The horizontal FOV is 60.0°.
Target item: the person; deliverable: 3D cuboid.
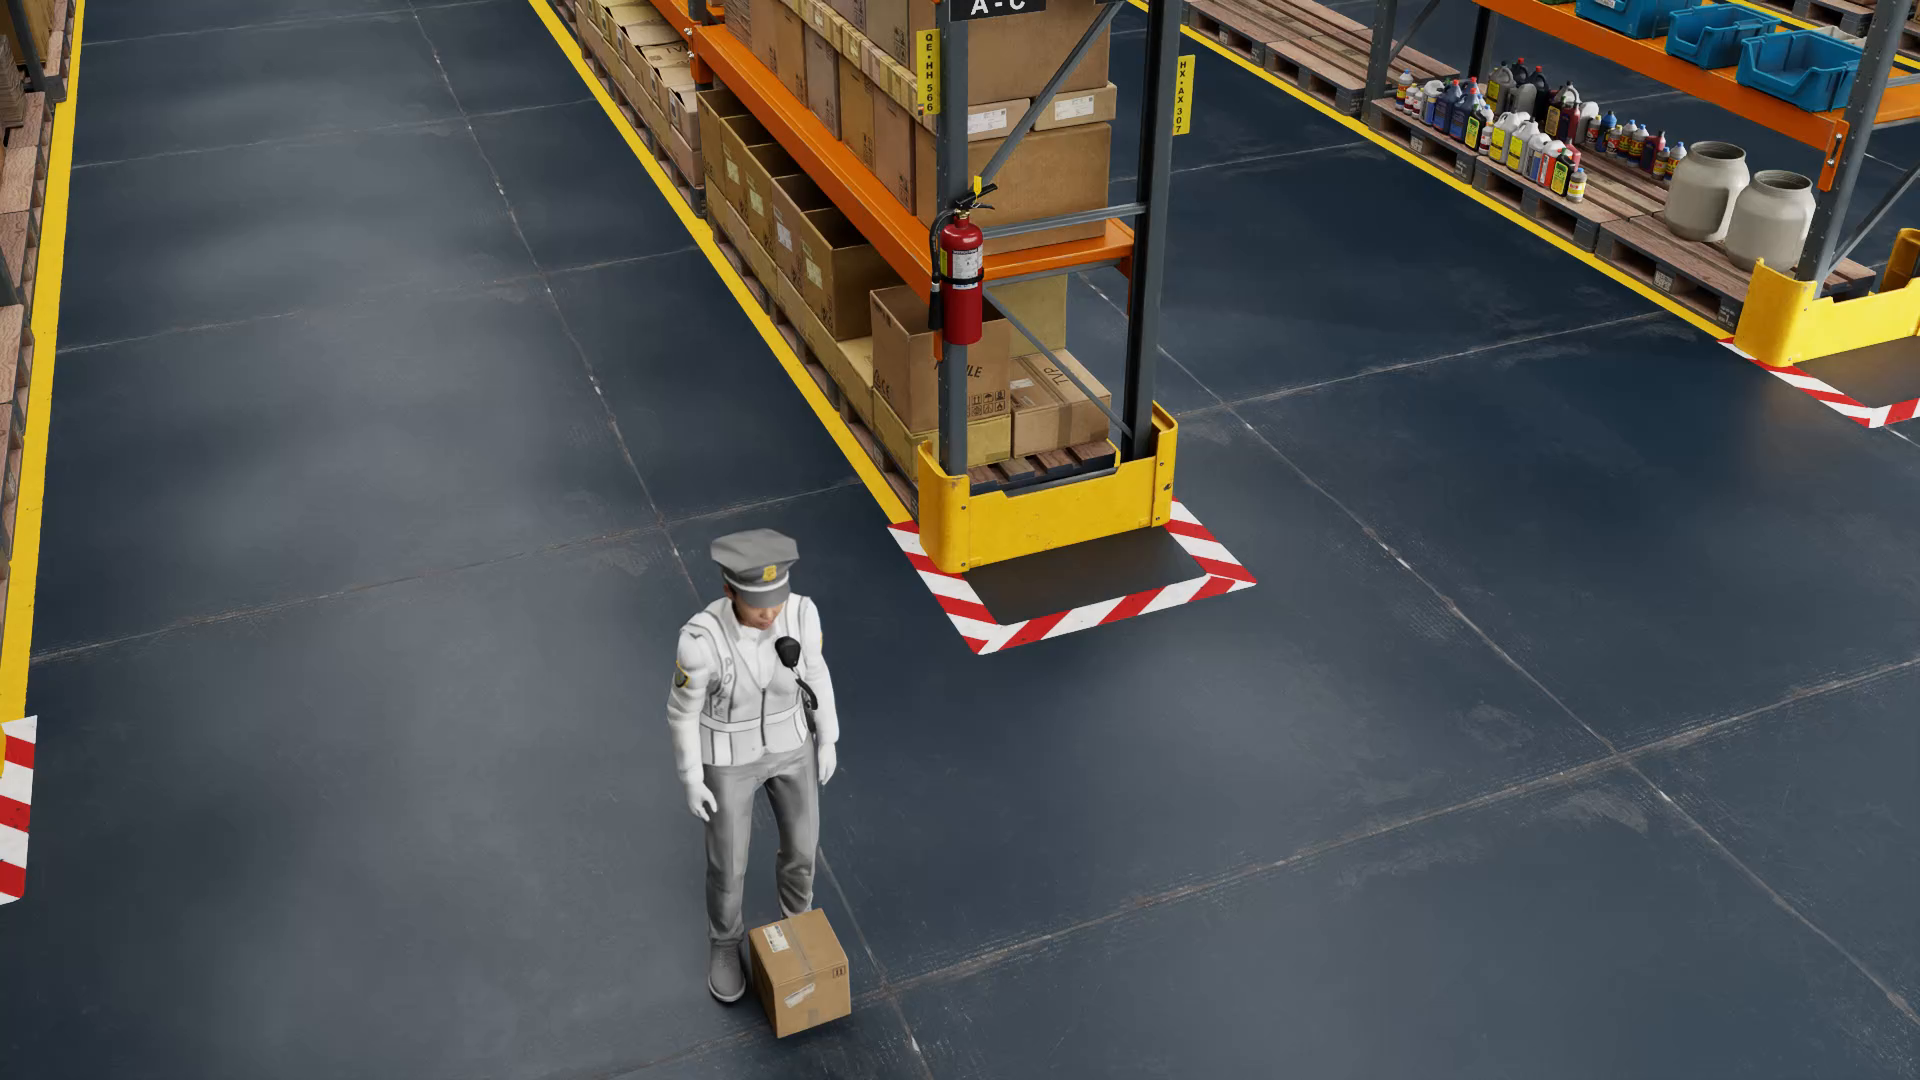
[{"bbox_3d":[-0.616,0.676,5.124,0.522,1.663,0.371,-14,36,-21],"label":"person"}]
